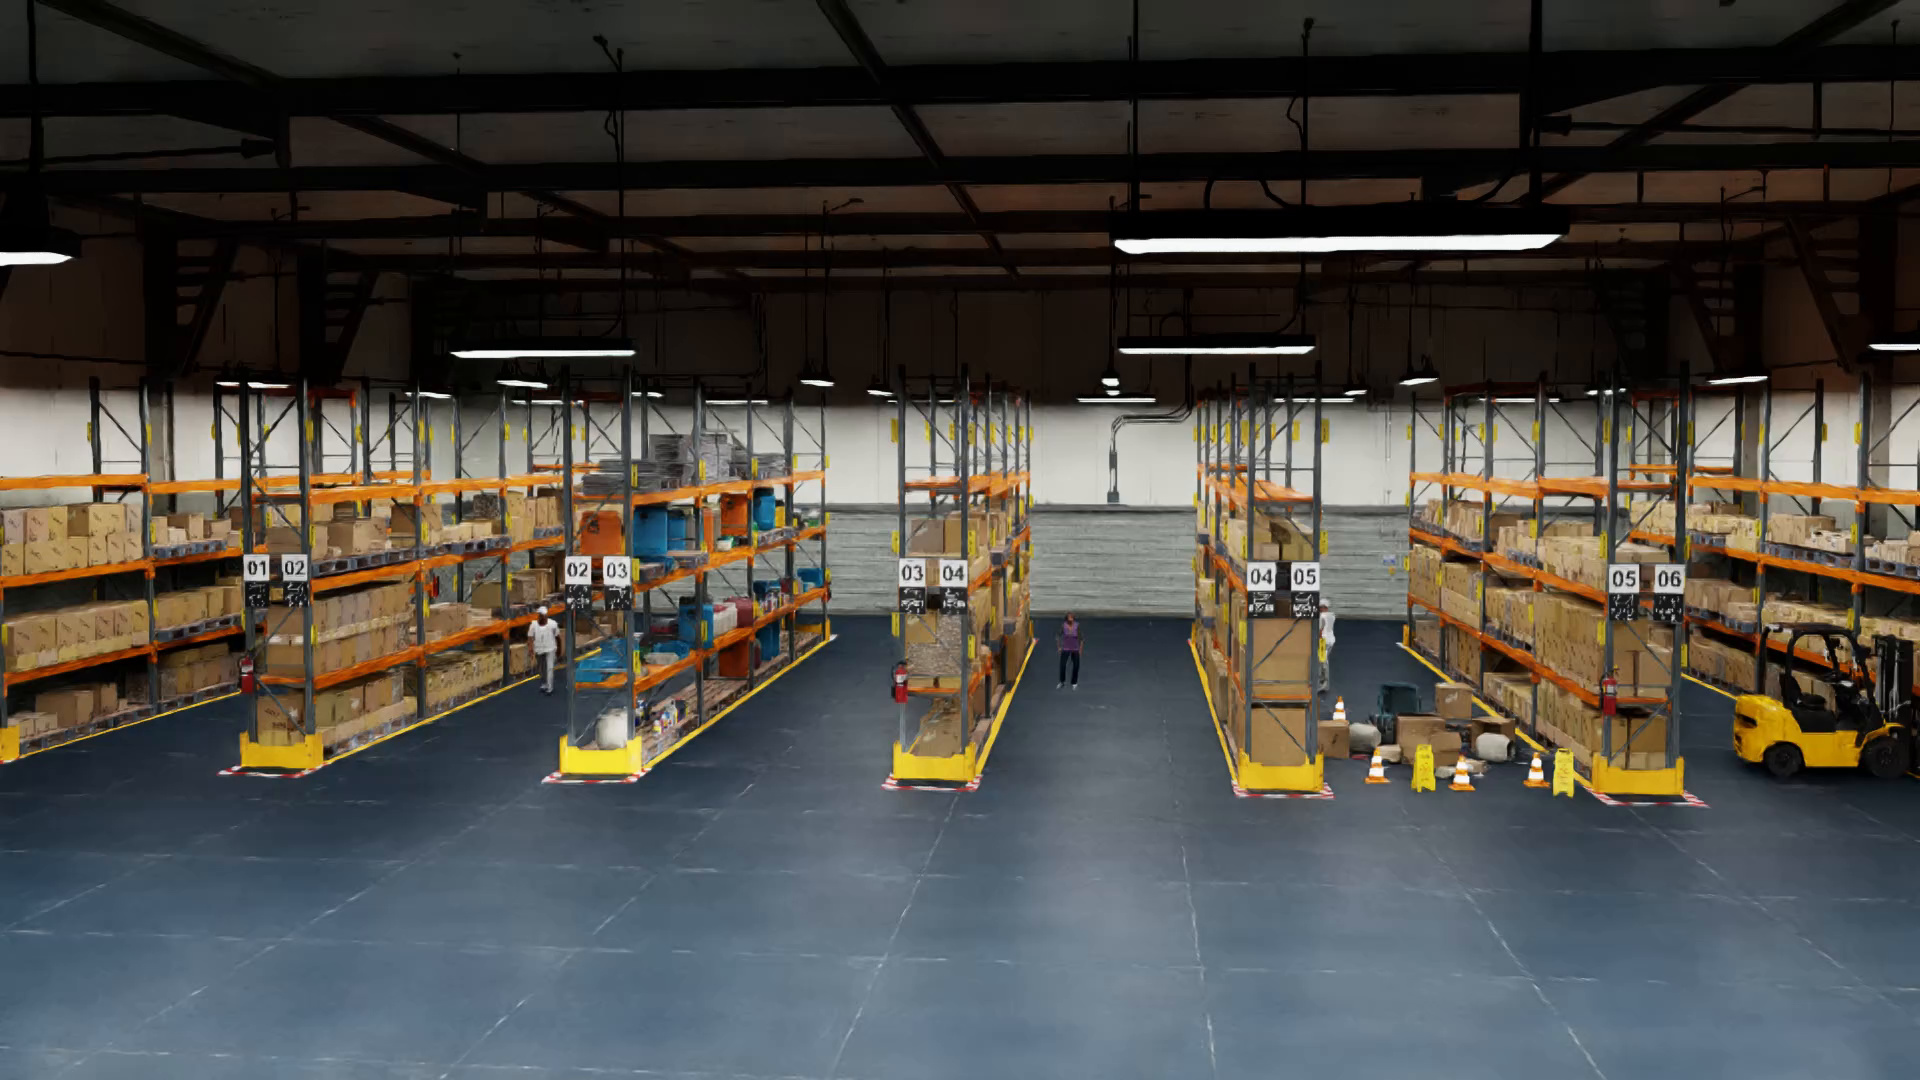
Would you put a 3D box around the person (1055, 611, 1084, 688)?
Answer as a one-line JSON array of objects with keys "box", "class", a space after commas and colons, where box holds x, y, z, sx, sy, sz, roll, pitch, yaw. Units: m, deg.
[{"box": [2.150, 2.150, 32.563, 0.566, 1.541, 0.519, 0, 4, 3], "class": "person"}]

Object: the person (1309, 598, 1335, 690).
[{"box": [7.039, 2.013, 32.428, 0.497, 1.784, 0.614, 3, 5, 36], "class": "person"}]

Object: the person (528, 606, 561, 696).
[{"box": [-7.964, 2.102, 31.838, 0.598, 1.690, 1.094, 0, 4, -3], "class": "person"}]

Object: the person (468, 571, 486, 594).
[{"box": [-12.172, 1.521, 42.180, 0.562, 1.527, 0.782, -1, 4, -12], "class": "person"}]
